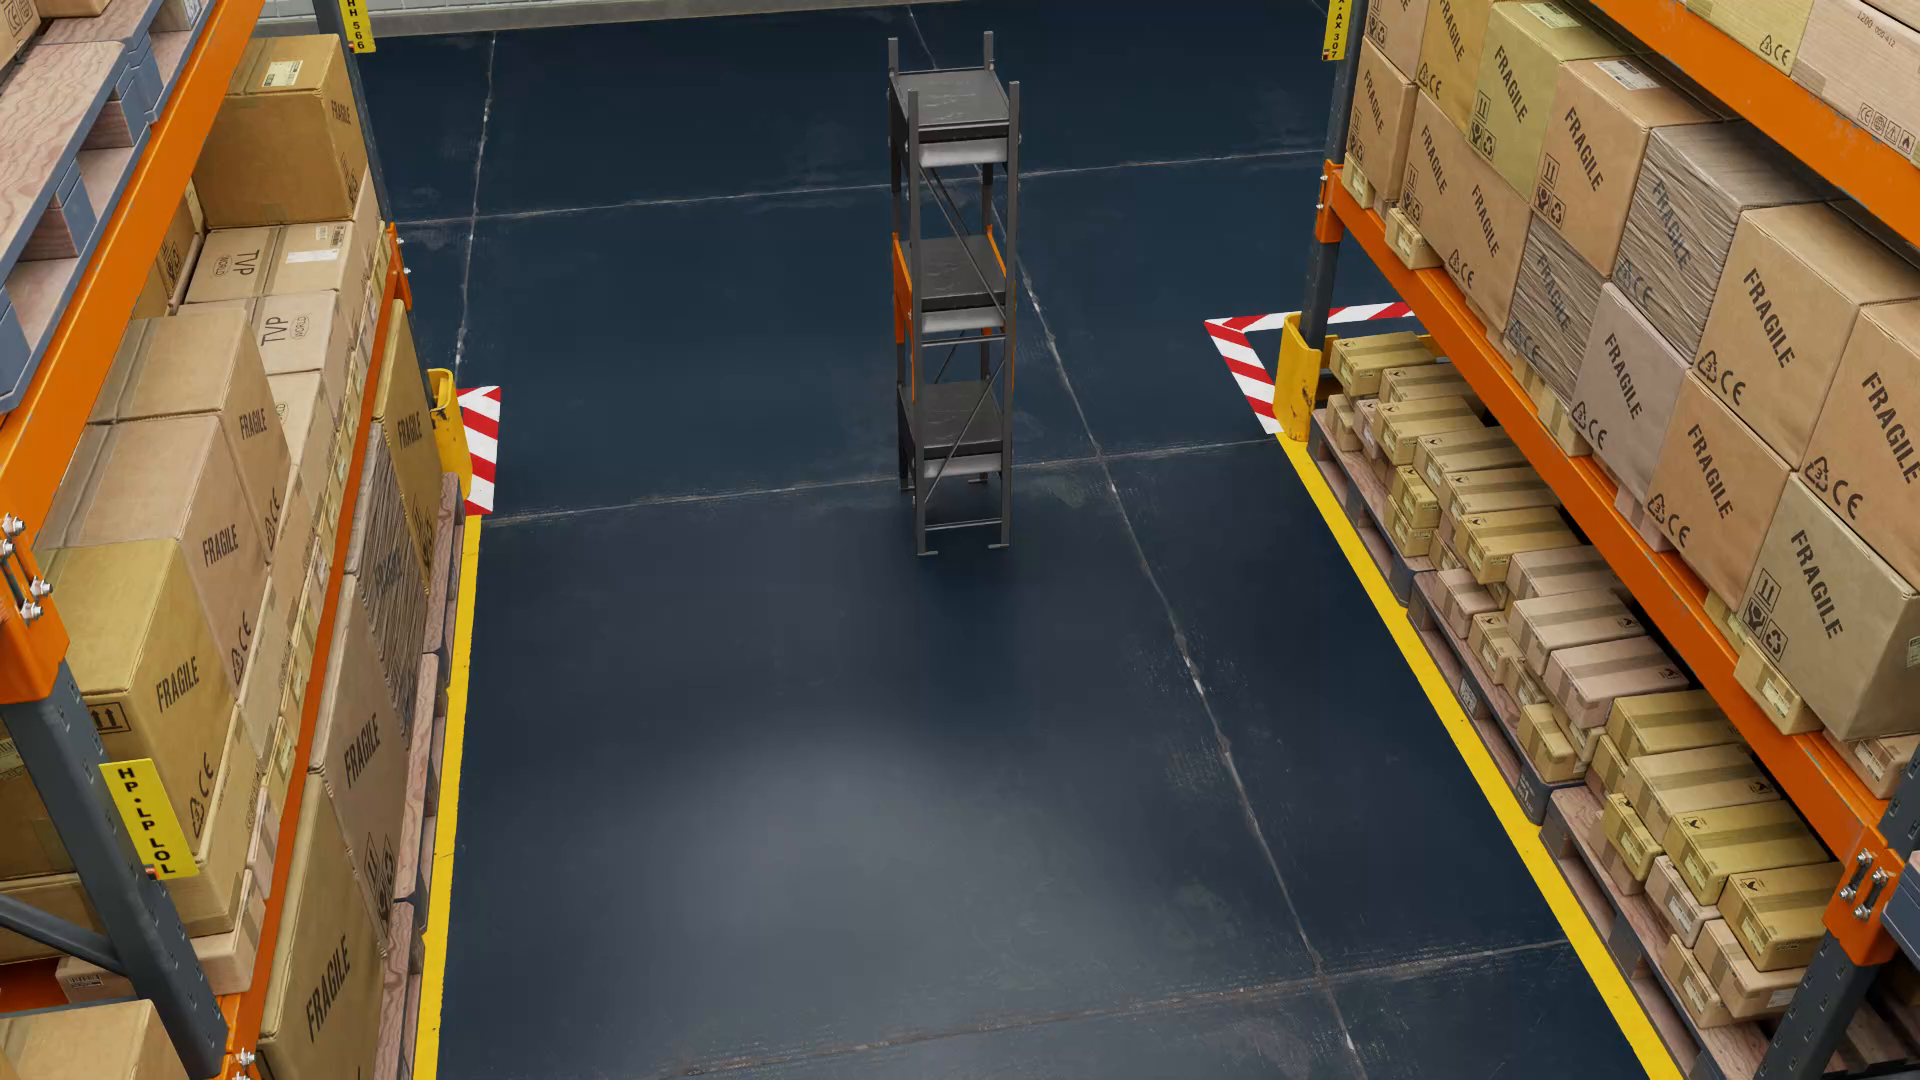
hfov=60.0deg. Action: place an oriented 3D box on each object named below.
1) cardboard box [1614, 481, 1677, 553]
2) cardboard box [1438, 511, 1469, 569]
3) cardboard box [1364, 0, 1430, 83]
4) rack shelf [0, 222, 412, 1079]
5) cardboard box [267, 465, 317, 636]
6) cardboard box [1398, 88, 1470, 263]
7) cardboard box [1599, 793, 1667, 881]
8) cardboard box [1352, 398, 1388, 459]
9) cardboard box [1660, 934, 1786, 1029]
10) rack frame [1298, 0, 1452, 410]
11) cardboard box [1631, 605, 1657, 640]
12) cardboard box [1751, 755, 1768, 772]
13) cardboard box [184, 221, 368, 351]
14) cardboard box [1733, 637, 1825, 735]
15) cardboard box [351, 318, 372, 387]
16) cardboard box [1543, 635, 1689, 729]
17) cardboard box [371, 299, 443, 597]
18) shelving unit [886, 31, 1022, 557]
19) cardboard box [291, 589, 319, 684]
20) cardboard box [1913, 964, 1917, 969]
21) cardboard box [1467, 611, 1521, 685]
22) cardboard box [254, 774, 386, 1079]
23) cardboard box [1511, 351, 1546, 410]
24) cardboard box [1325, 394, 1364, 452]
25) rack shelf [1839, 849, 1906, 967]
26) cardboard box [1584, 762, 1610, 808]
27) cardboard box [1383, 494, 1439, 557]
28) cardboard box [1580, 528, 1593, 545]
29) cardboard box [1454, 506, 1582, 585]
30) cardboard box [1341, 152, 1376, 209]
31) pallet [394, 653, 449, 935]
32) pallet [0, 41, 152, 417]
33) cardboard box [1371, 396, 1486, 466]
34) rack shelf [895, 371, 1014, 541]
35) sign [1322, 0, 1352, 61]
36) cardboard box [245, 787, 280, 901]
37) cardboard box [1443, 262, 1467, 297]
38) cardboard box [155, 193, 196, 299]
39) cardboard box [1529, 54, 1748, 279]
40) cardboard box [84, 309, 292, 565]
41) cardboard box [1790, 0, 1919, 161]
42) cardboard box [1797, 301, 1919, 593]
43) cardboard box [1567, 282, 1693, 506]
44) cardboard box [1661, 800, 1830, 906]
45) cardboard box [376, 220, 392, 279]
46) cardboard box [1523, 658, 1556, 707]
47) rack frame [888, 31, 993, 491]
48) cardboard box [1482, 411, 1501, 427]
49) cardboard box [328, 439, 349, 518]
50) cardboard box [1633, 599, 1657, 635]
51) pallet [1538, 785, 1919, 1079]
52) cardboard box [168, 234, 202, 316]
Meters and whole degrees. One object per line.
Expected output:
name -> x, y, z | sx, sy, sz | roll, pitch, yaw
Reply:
cardboard box -> 2.277, -0.115, 5.158 | 0.380, 0.149, 0.250 | -8, 39, -10
cardboard box -> 2.135, -0.039, 6.594 | 0.380, 0.149, 0.250 | -8, 39, -10
cardboard box -> 1.912, -2.104, 6.375 | 0.500, 0.500, 0.500 | -6, 38, -8
rack shelf -> -2.455, 0.112, 5.247 | 1.077, 0.370, 4.000 | -6, 38, -8
cardboard box -> -2.108, 0.053, 4.617 | 0.500, 0.250, 0.500 | -5, 38, -7
cardboard box -> 2.021, -1.388, 6.267 | 0.500, 0.500, 0.500 | -6, 38, -8
cardboard box -> 2.304, 0.928, 5.349 | 0.380, 0.149, 0.250 | -7, 38, -10
cardboard box -> 1.927, -0.494, 7.180 | 0.380, 0.149, 0.250 | -6, 38, -8
cardboard box -> 2.392, 1.323, 5.083 | 0.380, 0.149, 0.250 | -6, 38, -7
rack frame -> 2.095, -1.852, 7.189 | 1.000, 3.000, 0.127 | -6, 38, -8
cardboard box -> 2.660, 0.340, 6.349 | 0.380, 0.149, 0.250 | -5, 38, -7
cardboard box -> 2.792, 0.703, 5.639 | 0.380, 0.149, 0.250 | -8, 39, -10
cardboard box -> -2.371, -0.867, 5.801 | 0.500, 0.250, 0.500 | -7, 38, -9
cardboard box -> 2.363, 0.372, 4.531 | 0.380, 0.149, 0.250 | -7, 38, -9
cardboard box -> -2.286, -0.641, 5.835 | 0.380, 0.149, 0.250 | -6, 38, -7
cardboard box -> 2.236, 0.483, 5.679 | 0.380, 0.149, 0.250 | -8, 39, -10
cardboard box -> -2.615, -0.329, 6.618 | 0.875, 0.875, 0.875 | -6, 38, -8
shelving unit -> -0.029, -0.929, 6.735 | 0.431, 2.100, 0.503 | -6, 38, -8
cardboard box -> -2.015, 0.290, 4.636 | 0.380, 0.149, 0.250 | -7, 38, -9
cardboard box -> 3.048, 1.153, 5.060 | 0.380, 0.149, 0.250 | -5, 38, -6
cardboard box -> 2.156, 0.391, 6.283 | 0.380, 0.149, 0.250 | -6, 38, -8
cardboard box -> -2.142, 1.302, 4.518 | 0.875, 0.875, 0.875 | -6, 38, -8
cardboard box -> 2.153, -0.585, 5.763 | 0.380, 0.149, 0.250 | -5, 38, -6
cardboard box -> 1.872, -0.541, 7.483 | 0.380, 0.149, 0.250 | -5, 38, -7
rack shelf -> 3.147, 2.056, 2.745 | 1.077, 0.370, 4.000 | -6, 38, -8
cardboard box -> 2.392, 0.833, 5.715 | 0.380, 0.149, 0.250 | -7, 38, -9
cardboard box -> 1.985, -0.077, 6.885 | 0.380, 0.149, 0.250 | -6, 38, -7
cardboard box -> 2.617, -0.043, 6.357 | 0.380, 0.149, 0.250 | -7, 38, -9
cardboard box -> 2.103, 0.019, 6.278 | 0.380, 0.149, 0.250 | -6, 38, -7
cardboard box -> 1.829, -1.522, 6.969 | 0.380, 0.149, 0.250 | -7, 38, -8
pallet -> -2.378, 0.931, 5.879 | 1.003, 0.211, 1.213 | -6, 38, -8
pallet -> -2.238, -0.609, 3.216 | 1.003, 0.211, 1.213 | -6, 38, -8
cardboard box -> 1.937, -0.455, 6.887 | 0.380, 0.149, 0.250 | -6, 38, -8
rack shelf -> -0.029, -0.366, 7.172 | 0.431, 0.518, 0.480 | -6, 38, -8
sign -> 1.561, -2.136, 6.848 | 0.100, 0.325, 0.005 | -6, 38, -8
cardboard box -> -1.875, 0.762, 4.029 | 0.380, 0.149, 0.250 | -7, 38, -9
cardboard box -> 2.089, -1.063, 6.378 | 0.380, 0.149, 0.250 | -5, 38, -6
cardboard box -> -2.900, -1.113, 5.507 | 0.500, 0.500, 0.500 | -7, 38, -9
cardboard box -> 2.169, -1.176, 5.180 | 0.500, 0.500, 0.500 | -7, 38, -9
cardboard box -> -2.111, -0.247, 4.392 | 0.500, 0.500, 0.500 | -7, 38, -9
cardboard box -> 2.368, -1.132, 3.939 | 0.500, 0.250, 0.500 | -6, 38, -8
cardboard box -> 2.448, -0.243, 3.979 | 0.500, 0.500, 0.500 | -8, 38, -10
cardboard box -> 2.258, -0.469, 5.085 | 0.500, 0.500, 0.500 | -6, 38, -8
cardboard box -> 2.394, 0.952, 5.076 | 0.380, 0.149, 0.250 | -6, 38, -7
cardboard box -> -2.419, -1.101, 6.427 | 0.380, 0.149, 0.250 | -6, 38, -7
cardboard box -> 2.266, 0.450, 5.964 | 0.380, 0.149, 0.250 | -8, 39, -10
rack frame -> -0.072, -1.077, 6.924 | 0.400, 2.100, 0.015 | -6, 38, -8
cardboard box -> 2.461, -0.558, 7.262 | 0.380, 0.149, 0.250 | -7, 38, -9
cardboard box -> -2.151, -0.178, 5.238 | 0.380, 0.149, 0.250 | -6, 38, -7
cardboard box -> 2.767, 0.224, 6.256 | 0.380, 0.149, 0.250 | -6, 38, -7
pallet -> 2.644, 1.263, 5.452 | 1.003, 0.211, 1.213 | -6, 38, -8
cardboard box -> -2.890, -0.806, 5.722 | 0.500, 0.250, 0.500 | -7, 38, -9
